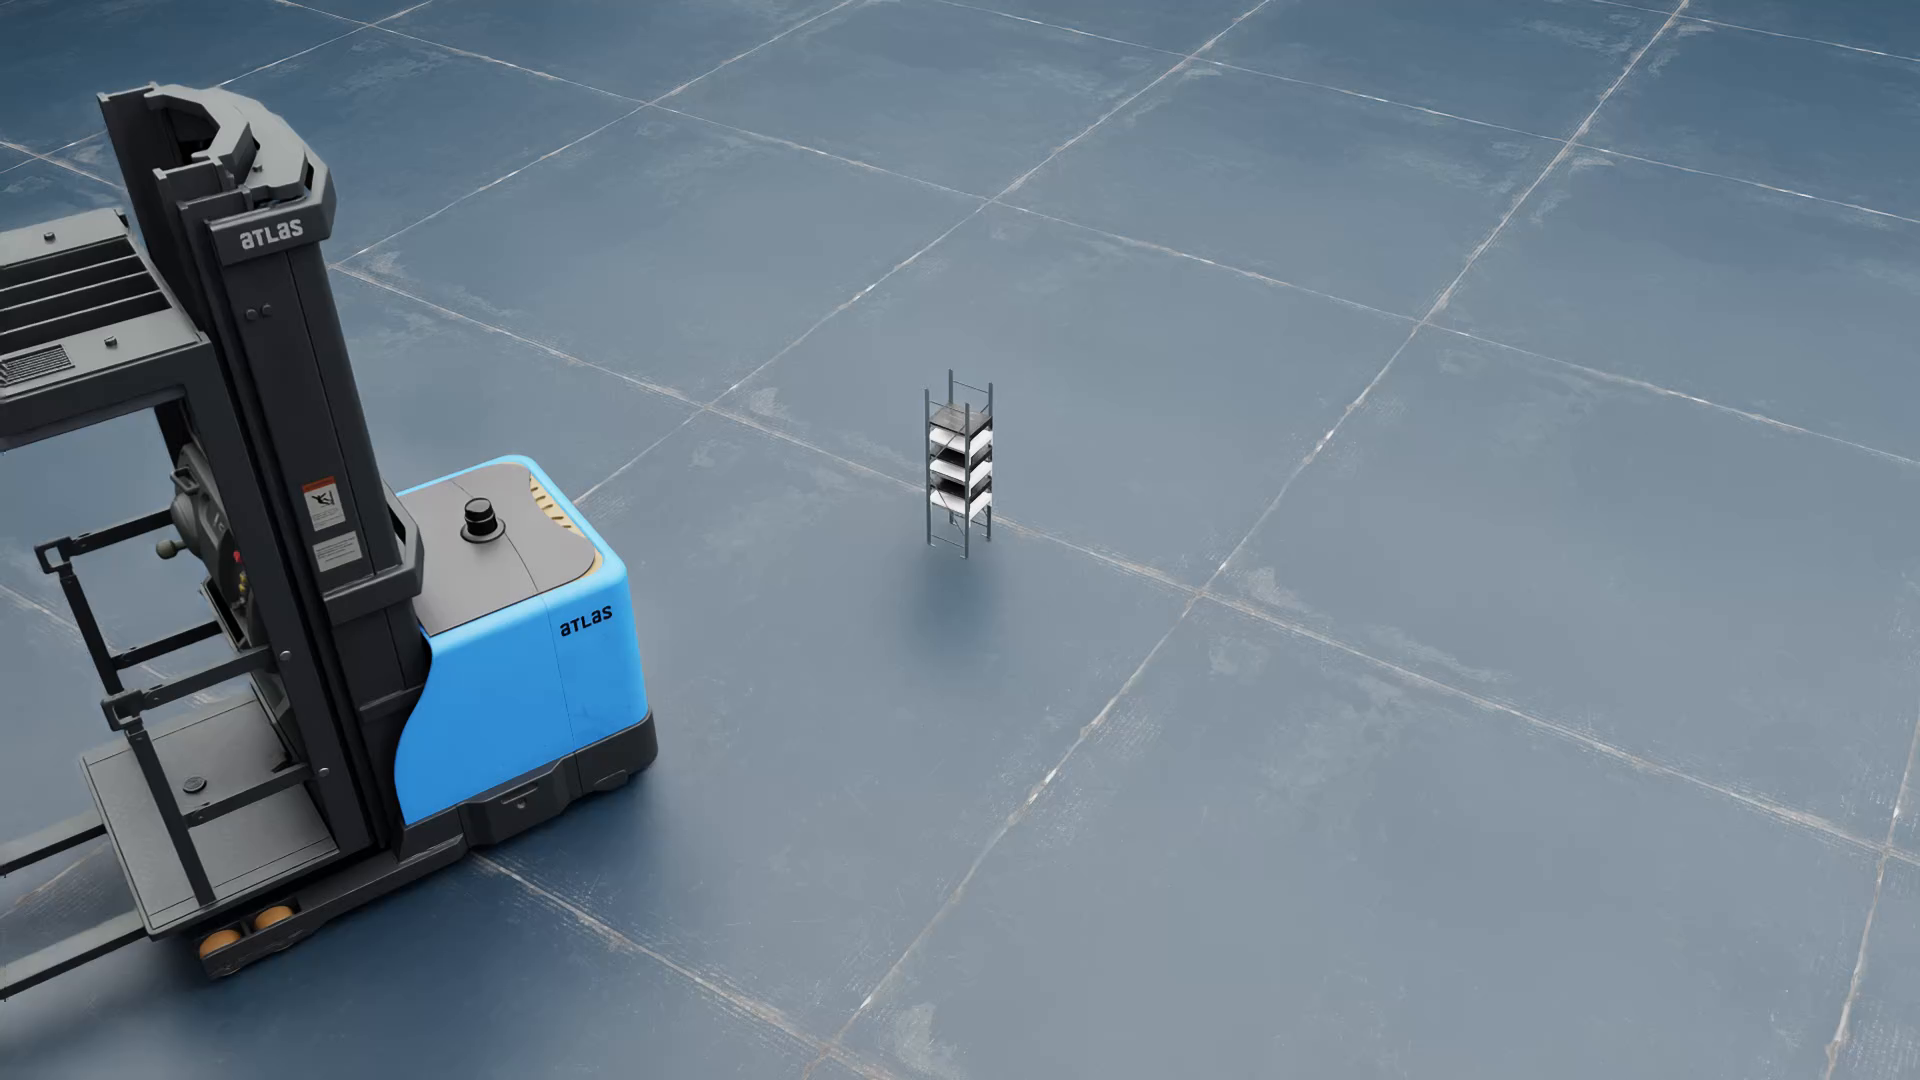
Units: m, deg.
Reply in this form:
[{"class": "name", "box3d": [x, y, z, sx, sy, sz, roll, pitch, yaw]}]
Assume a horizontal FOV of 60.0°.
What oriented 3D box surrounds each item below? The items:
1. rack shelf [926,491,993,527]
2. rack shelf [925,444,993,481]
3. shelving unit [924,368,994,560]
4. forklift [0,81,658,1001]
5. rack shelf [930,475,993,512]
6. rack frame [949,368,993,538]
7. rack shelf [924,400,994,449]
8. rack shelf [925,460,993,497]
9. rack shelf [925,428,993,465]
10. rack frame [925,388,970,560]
[{"class": "rack shelf", "box3d": [-0.004, -0.183, 8.040, 0.258, 0.077, 0.200, 21, 42, 25]}, {"class": "rack shelf", "box3d": [-0.004, -0.397, 7.875, 0.258, 0.077, 0.200, 21, 42, 25]}, {"class": "shelving unit", "box3d": [-0.004, -0.352, 7.909, 0.258, 0.900, 0.210, 21, 42, 25]}, {"class": "forklift", "box3d": [-2.755, 0.070, 5.699, 3.031, 2.935, 1.130, -23, 43, -27]}, {"class": "rack shelf", "box3d": [-0.004, -0.255, 7.985, 0.258, 0.077, 0.200, 21, 42, 25]}, {"class": "rack frame", "box3d": [0.050, -0.405, 7.977, 0.240, 0.900, 0.006, 21, 42, 25]}, {"class": "rack shelf", "box3d": [-0.004, -0.540, 7.765, 0.258, 0.077, 0.200, 21, 42, 25]}, {"class": "rack shelf", "box3d": [-0.004, -0.326, 7.930, 0.258, 0.077, 0.200, 21, 42, 25]}, {"class": "rack shelf", "box3d": [-0.004, -0.468, 7.820, 0.258, 0.077, 0.200, 21, 42, 25]}, {"class": "rack frame", "box3d": [-0.059, -0.300, 7.841, 0.240, 0.900, 0.006, 21, 42, 25]}]
